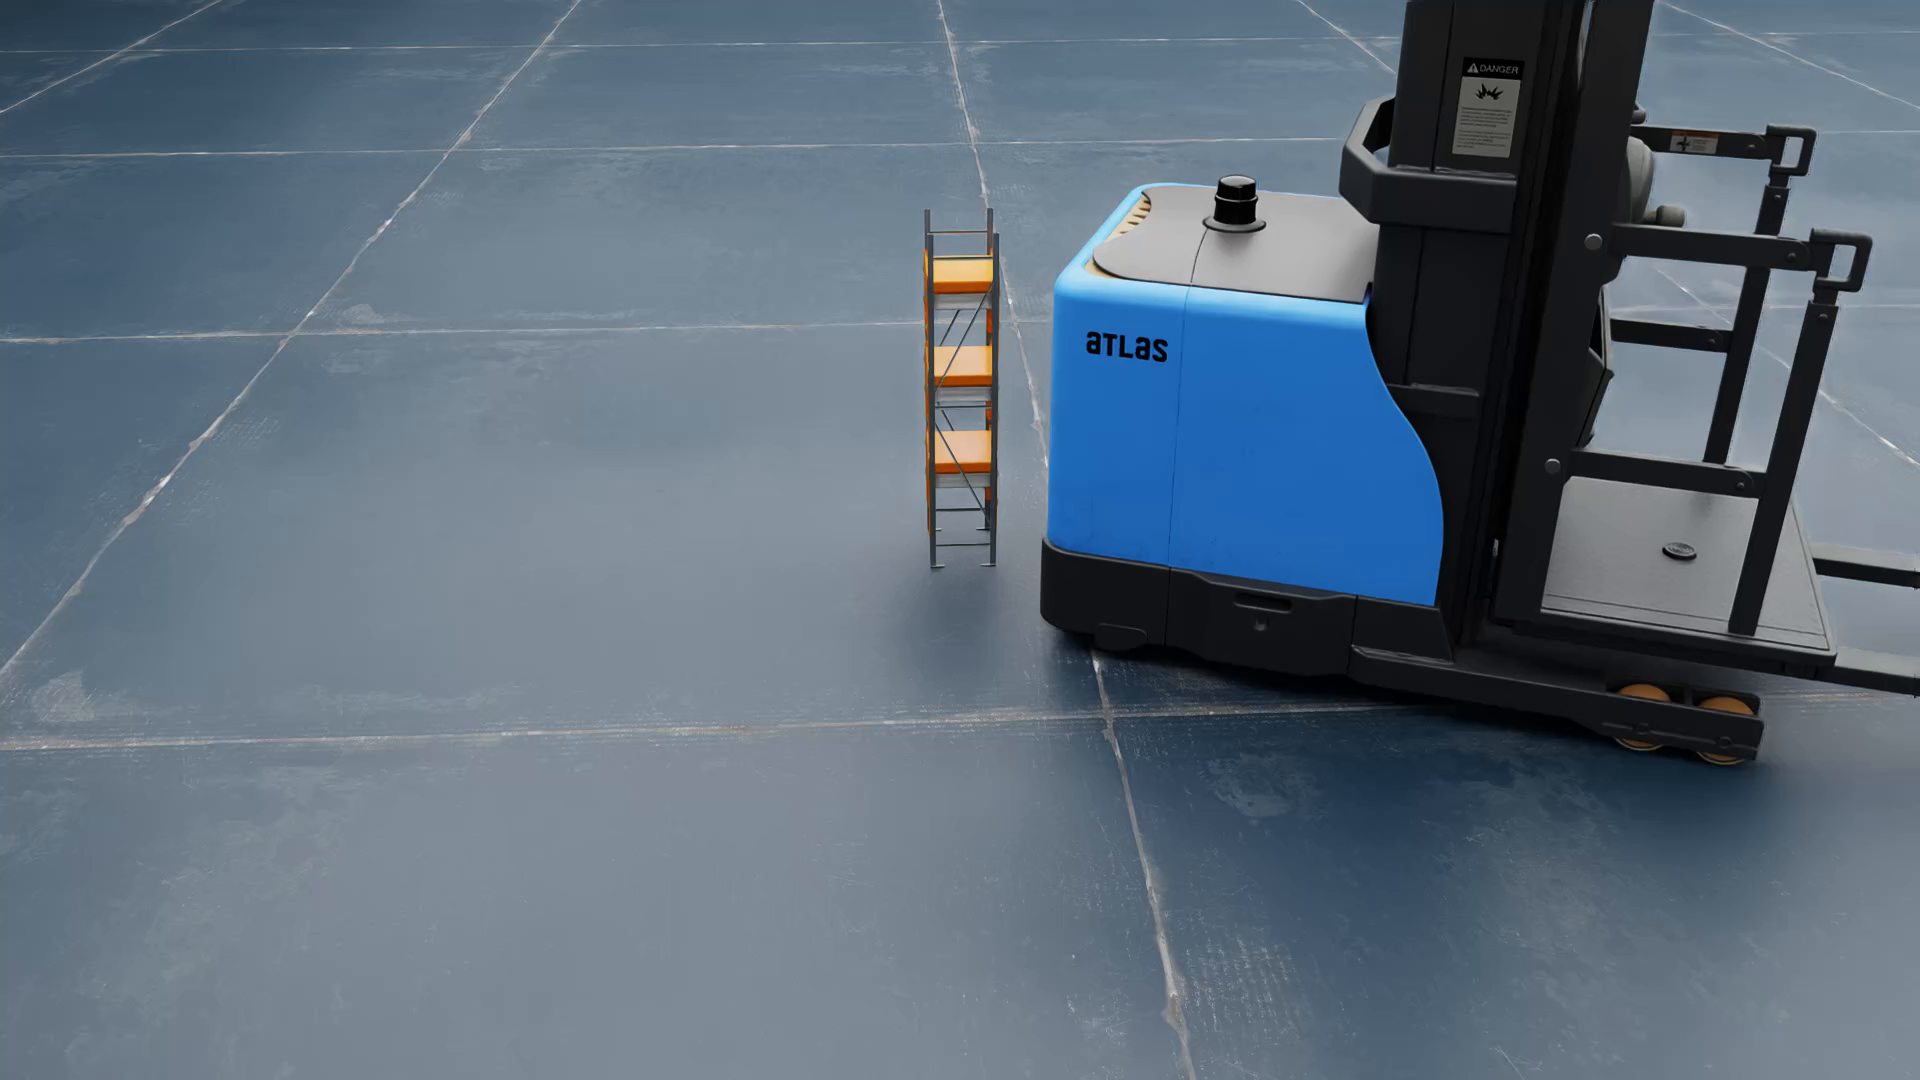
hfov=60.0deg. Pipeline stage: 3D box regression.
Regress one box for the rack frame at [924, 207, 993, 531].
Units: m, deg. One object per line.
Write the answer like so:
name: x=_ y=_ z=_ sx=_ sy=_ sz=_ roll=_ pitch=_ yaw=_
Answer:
rack frame: x=-0.004 y=-0.497 z=5.068 sx=0.200 sy=1.050 sz=0.008 roll=-1 pitch=28 yaw=-3

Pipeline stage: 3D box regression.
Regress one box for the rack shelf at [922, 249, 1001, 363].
rack shelf: x=0.003 y=-0.683 z=4.834 sx=0.215 sy=0.259 sz=0.240 roll=-1 pitch=28 yaw=-3

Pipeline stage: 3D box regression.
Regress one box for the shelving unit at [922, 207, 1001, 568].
shelving unit: x=0.003 y=-0.441 z=4.960 sx=0.215 sy=1.050 sz=0.252 roll=-1 pitch=28 yaw=-3

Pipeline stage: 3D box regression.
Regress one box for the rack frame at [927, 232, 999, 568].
rack frame: x=0.009 y=-0.384 z=4.852 sx=0.200 sy=1.050 sz=0.008 roll=-1 pitch=28 yaw=-3

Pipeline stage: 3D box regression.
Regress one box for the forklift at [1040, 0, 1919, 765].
forklift: x=1.801 y=-1.012 z=4.021 sx=3.031 sy=2.935 sz=1.130 roll=9 pitch=29 yaw=16

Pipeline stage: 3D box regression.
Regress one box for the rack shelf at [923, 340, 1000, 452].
rack shelf: x=0.003 y=-0.431 z=4.965 sx=0.215 sy=0.259 sz=0.240 roll=-1 pitch=28 yaw=-3

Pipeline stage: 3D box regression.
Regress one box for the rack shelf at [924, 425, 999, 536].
rack shelf: x=0.003 y=-0.185 z=5.093 sx=0.215 sy=0.259 sz=0.240 roll=-1 pitch=28 yaw=-3
